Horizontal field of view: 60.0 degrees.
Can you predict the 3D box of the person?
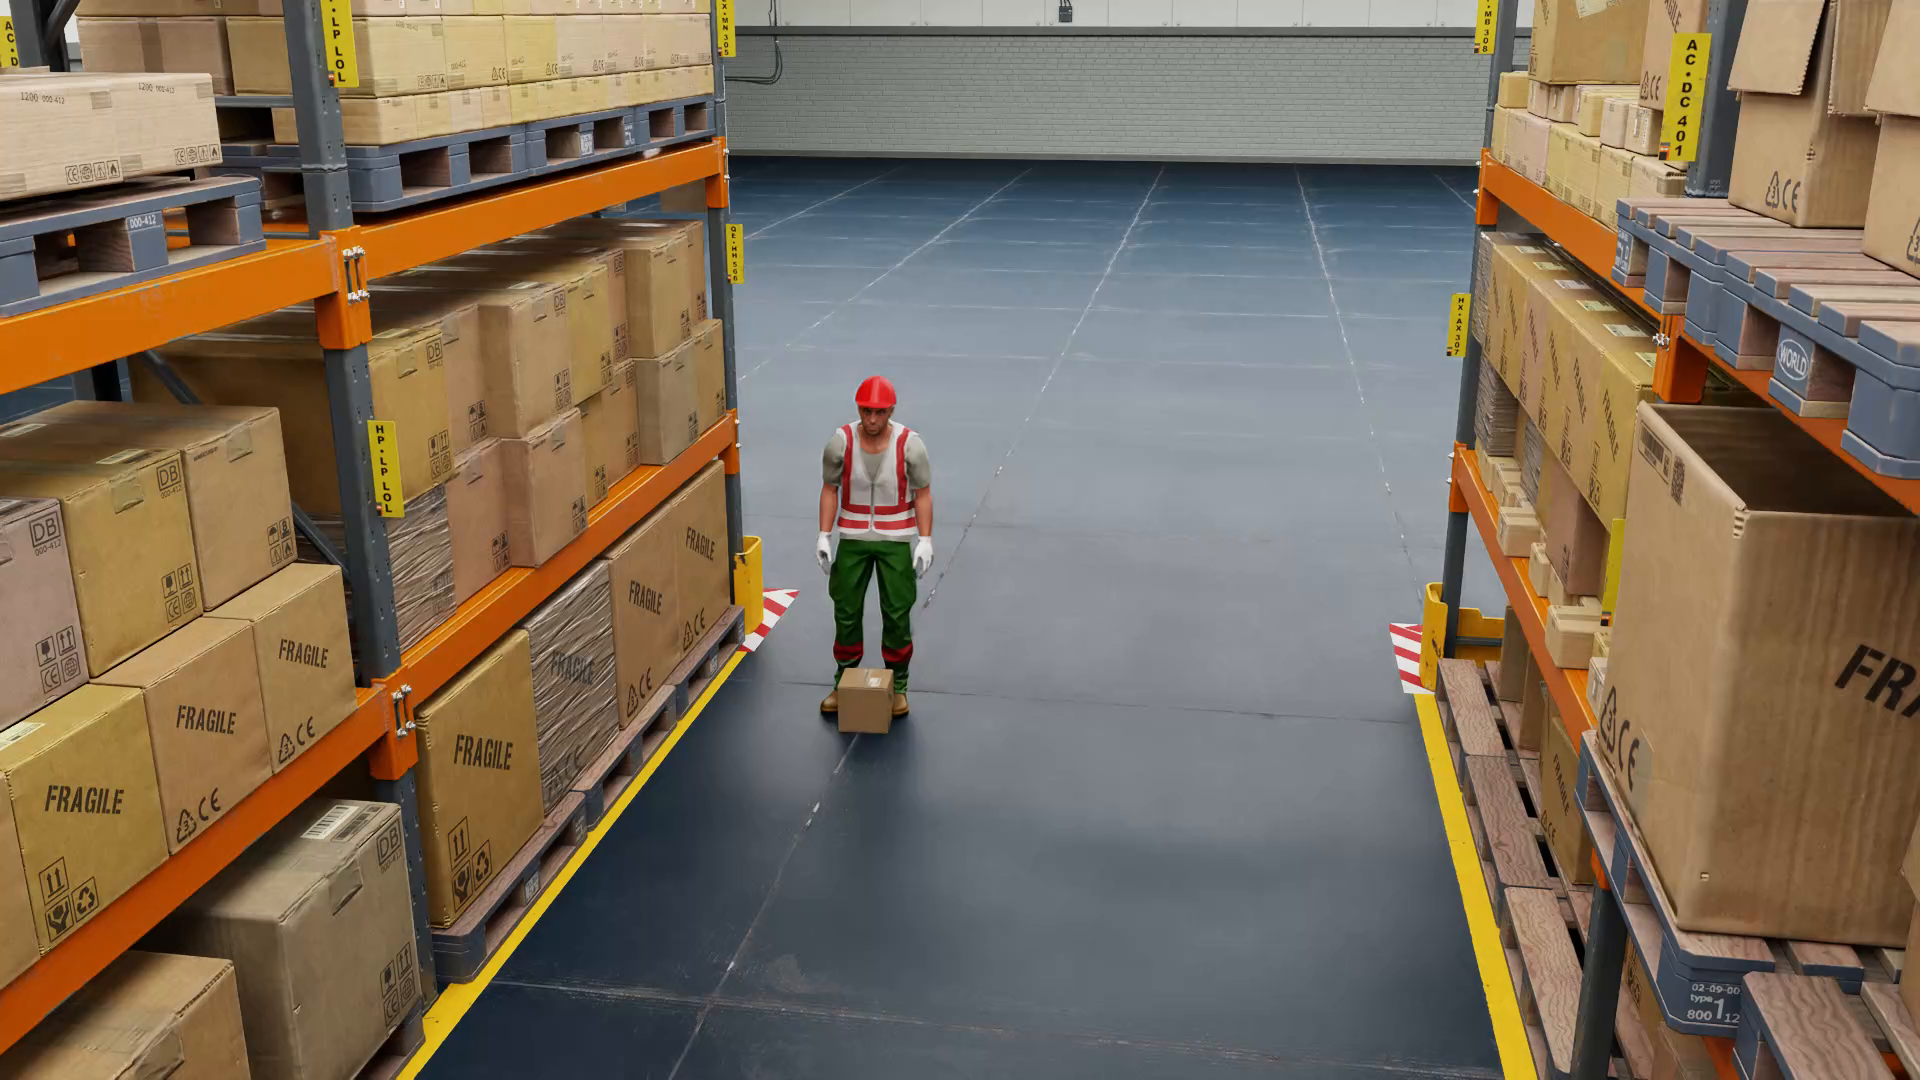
[{"bbox_3d":[-0.427,0.024,8.449,0.620,1.780,0.446,2,18,6],"label":"person"}]
